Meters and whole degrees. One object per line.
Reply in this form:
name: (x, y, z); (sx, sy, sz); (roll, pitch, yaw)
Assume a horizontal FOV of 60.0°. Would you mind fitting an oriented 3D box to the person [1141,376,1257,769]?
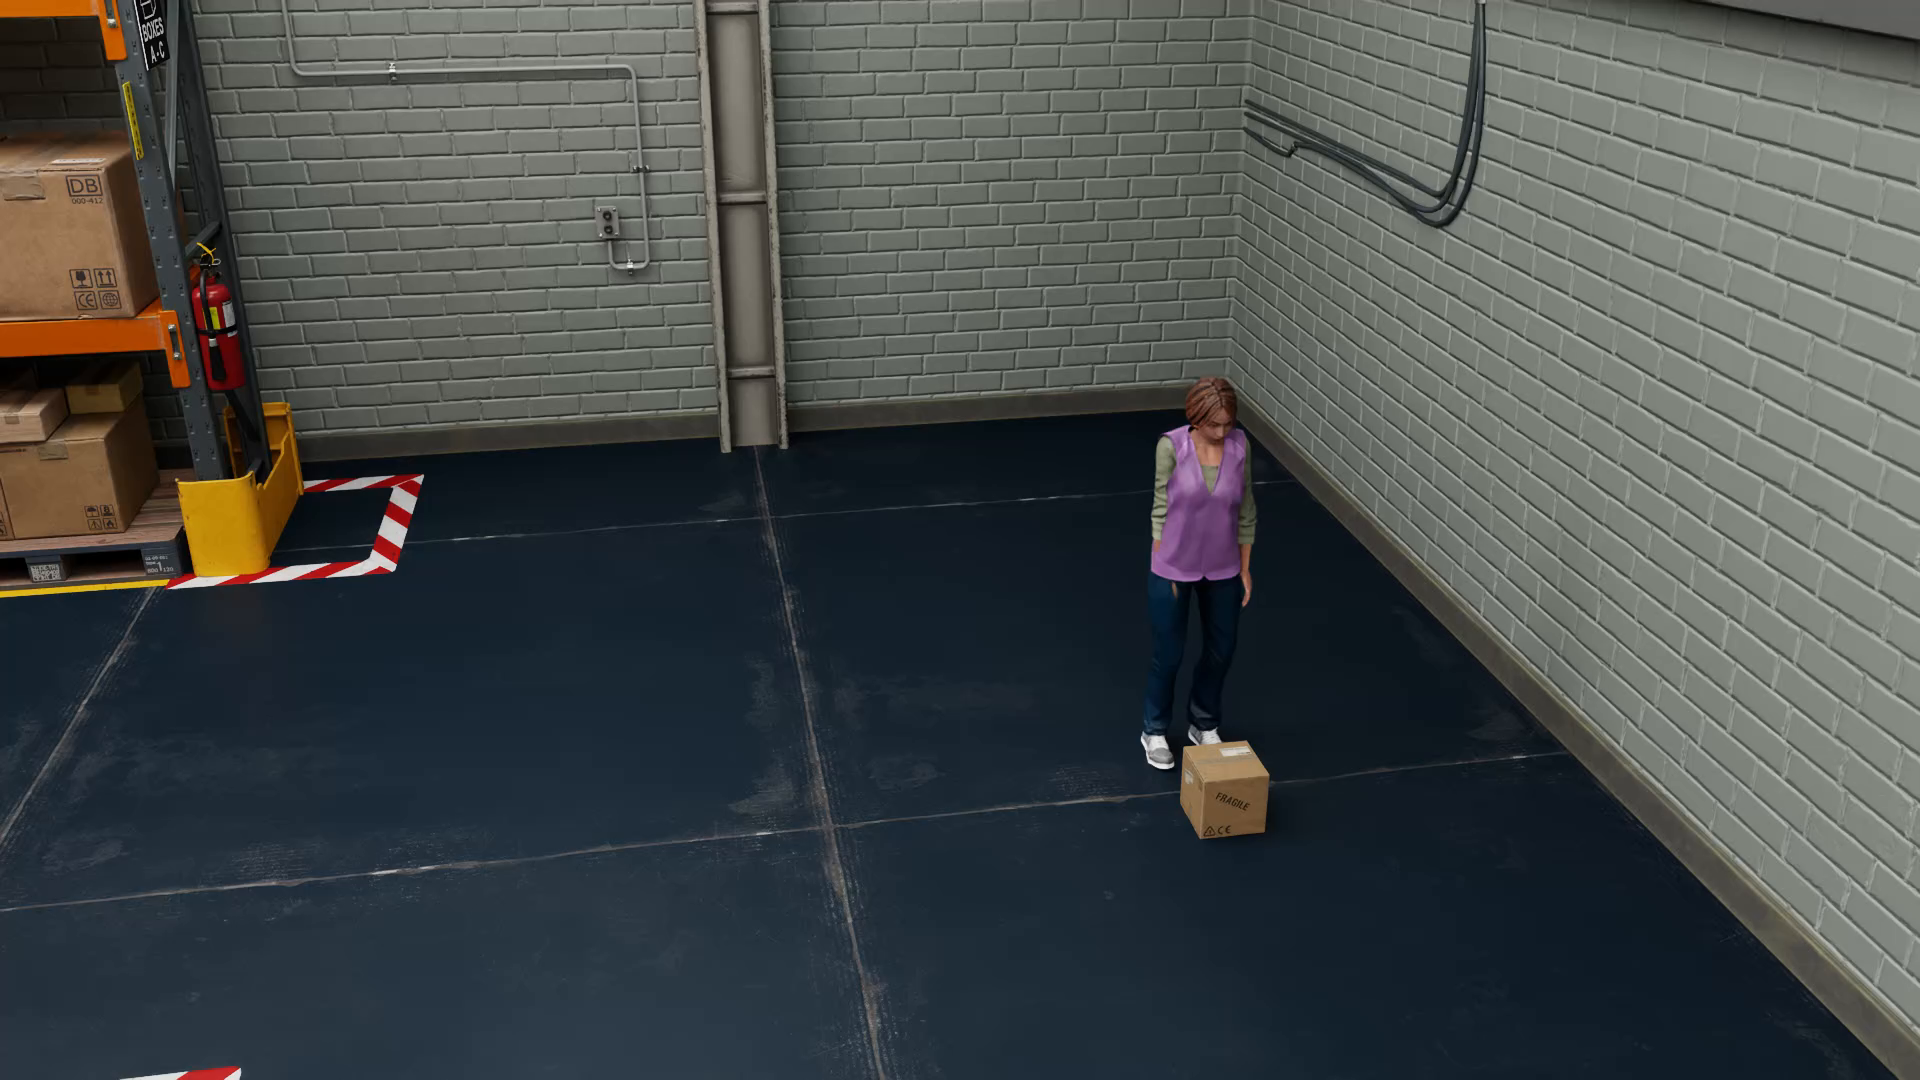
person: (0.917, 0.130, 6.354); (0.410, 1.575, 0.305); (-4, 24, -9)
